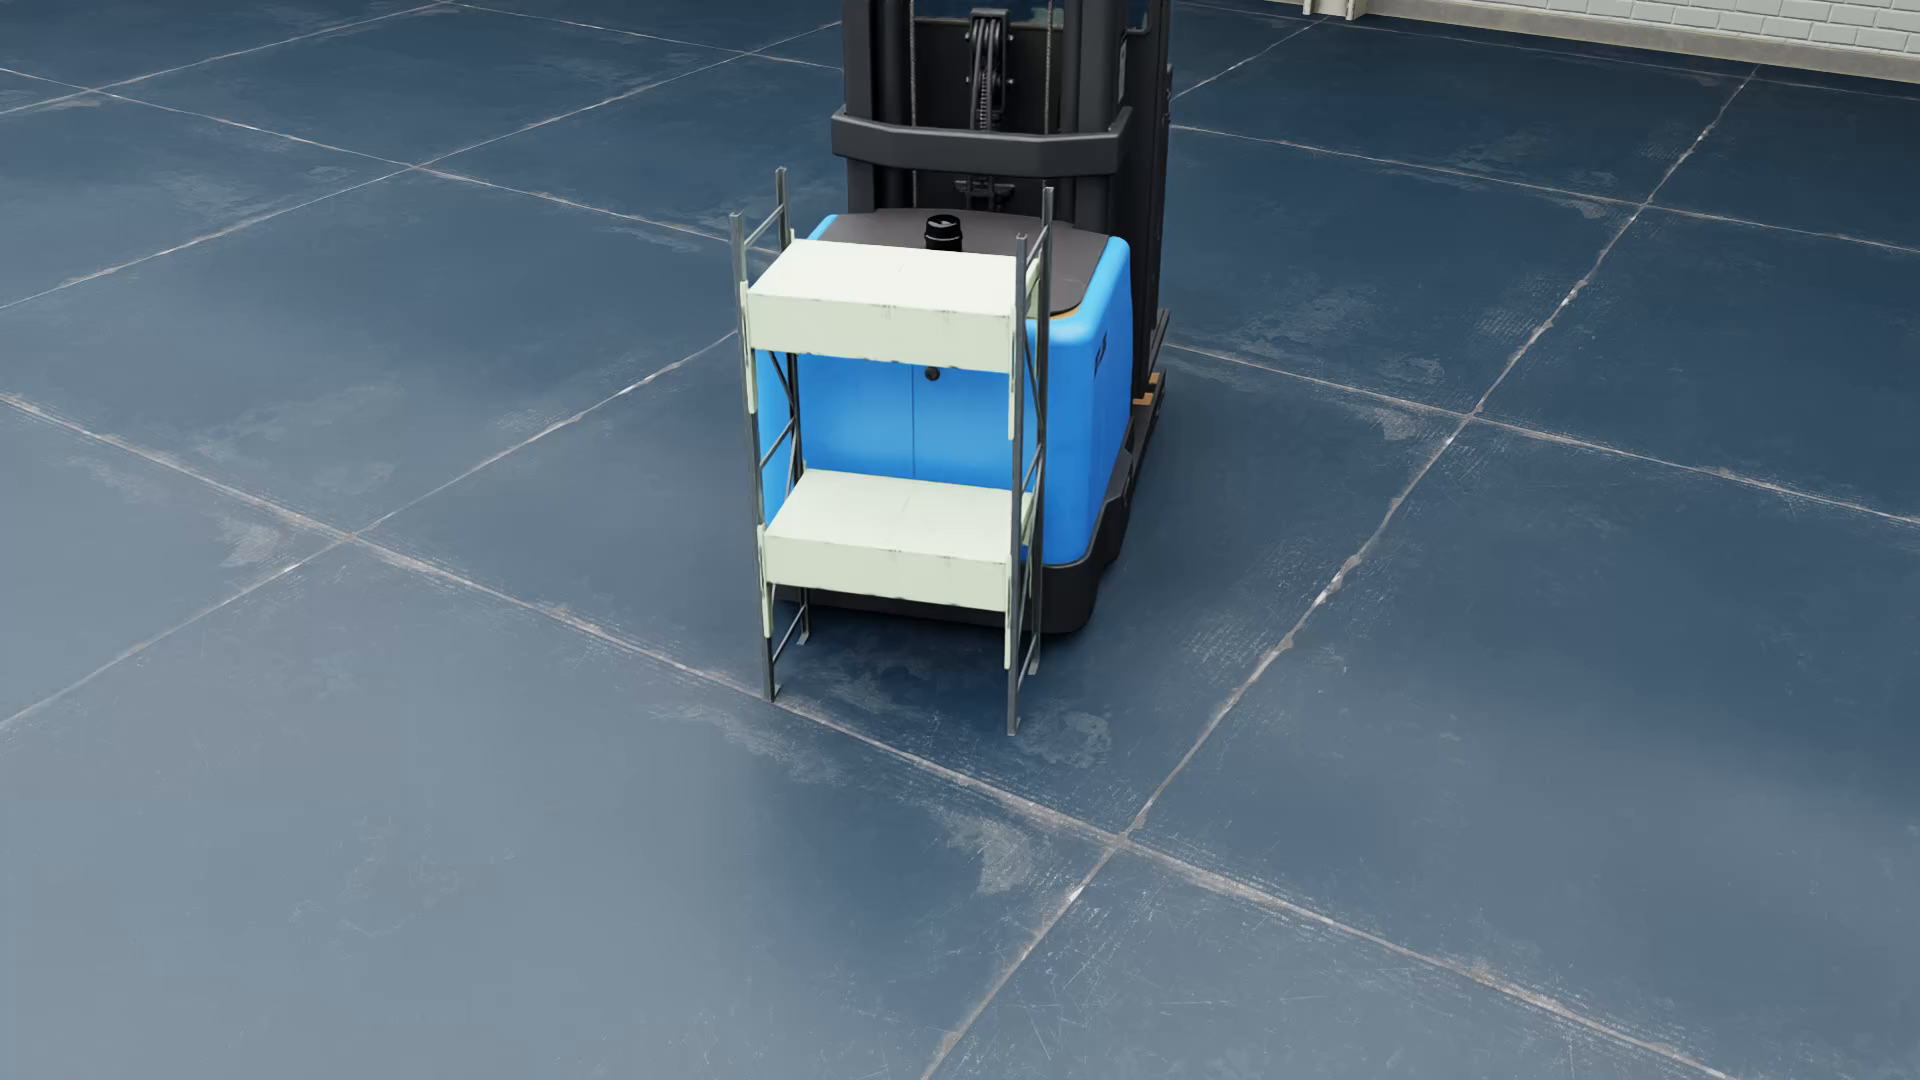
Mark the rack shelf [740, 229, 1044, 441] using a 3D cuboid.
[{"bbox_3d":[-0.166,-0.557,4.443,0.720,0.370,0.431,7,31,11],"label":"rack shelf"}]

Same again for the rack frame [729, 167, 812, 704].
[{"bbox_3d":[-0.523,-0.262,4.710,0.023,1.500,0.400,7,31,11],"label":"rack frame"}]

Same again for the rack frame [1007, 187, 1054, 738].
[{"bbox_3d":[0.191,-0.179,4.569,0.023,1.500,0.400,7,31,11],"label":"rack frame"}]

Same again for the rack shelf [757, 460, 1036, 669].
[{"bbox_3d":[-0.166,0.061,4.804,0.720,0.370,0.431,7,31,11],"label":"rack shelf"}]

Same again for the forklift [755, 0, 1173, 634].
[{"bbox_3d":[0.201,-1.707,5.767,1.130,2.935,3.031,7,31,11],"label":"forklift"}]

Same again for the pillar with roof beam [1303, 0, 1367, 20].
[{"bbox_3d":[0.548,-6.038,7.170,0.400,9.000,9.100,18,35,27],"label":"pillar with roof beam"}]

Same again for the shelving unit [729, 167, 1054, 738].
[{"bbox_3d":[-0.166,-0.220,4.639,0.755,1.500,0.431,7,31,11],"label":"shelving unit"}]
